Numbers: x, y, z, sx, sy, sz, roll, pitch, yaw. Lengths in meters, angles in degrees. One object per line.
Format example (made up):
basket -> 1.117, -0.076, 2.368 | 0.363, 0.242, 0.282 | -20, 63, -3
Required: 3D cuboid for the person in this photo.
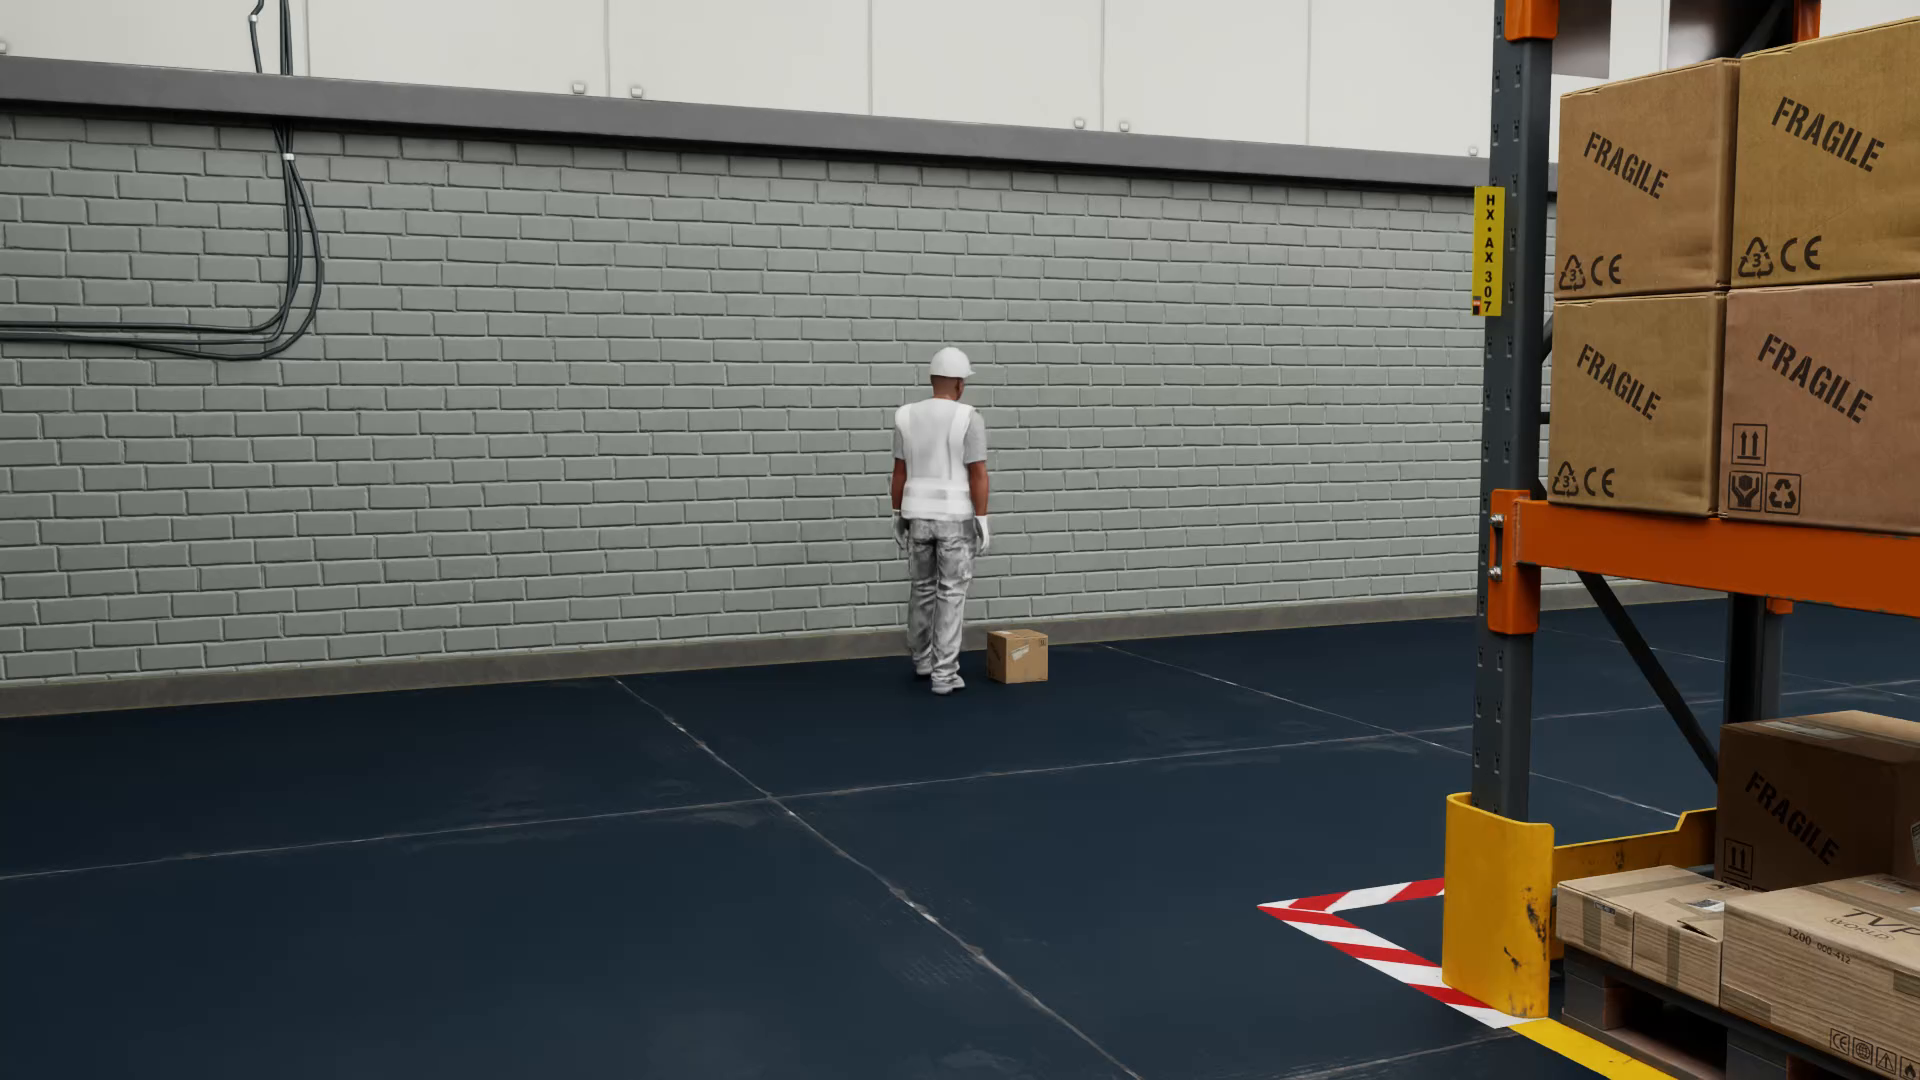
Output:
person -> -0.042, -0.123, 8.813 | 0.589, 1.782, 0.662 | 3, 6, 26
